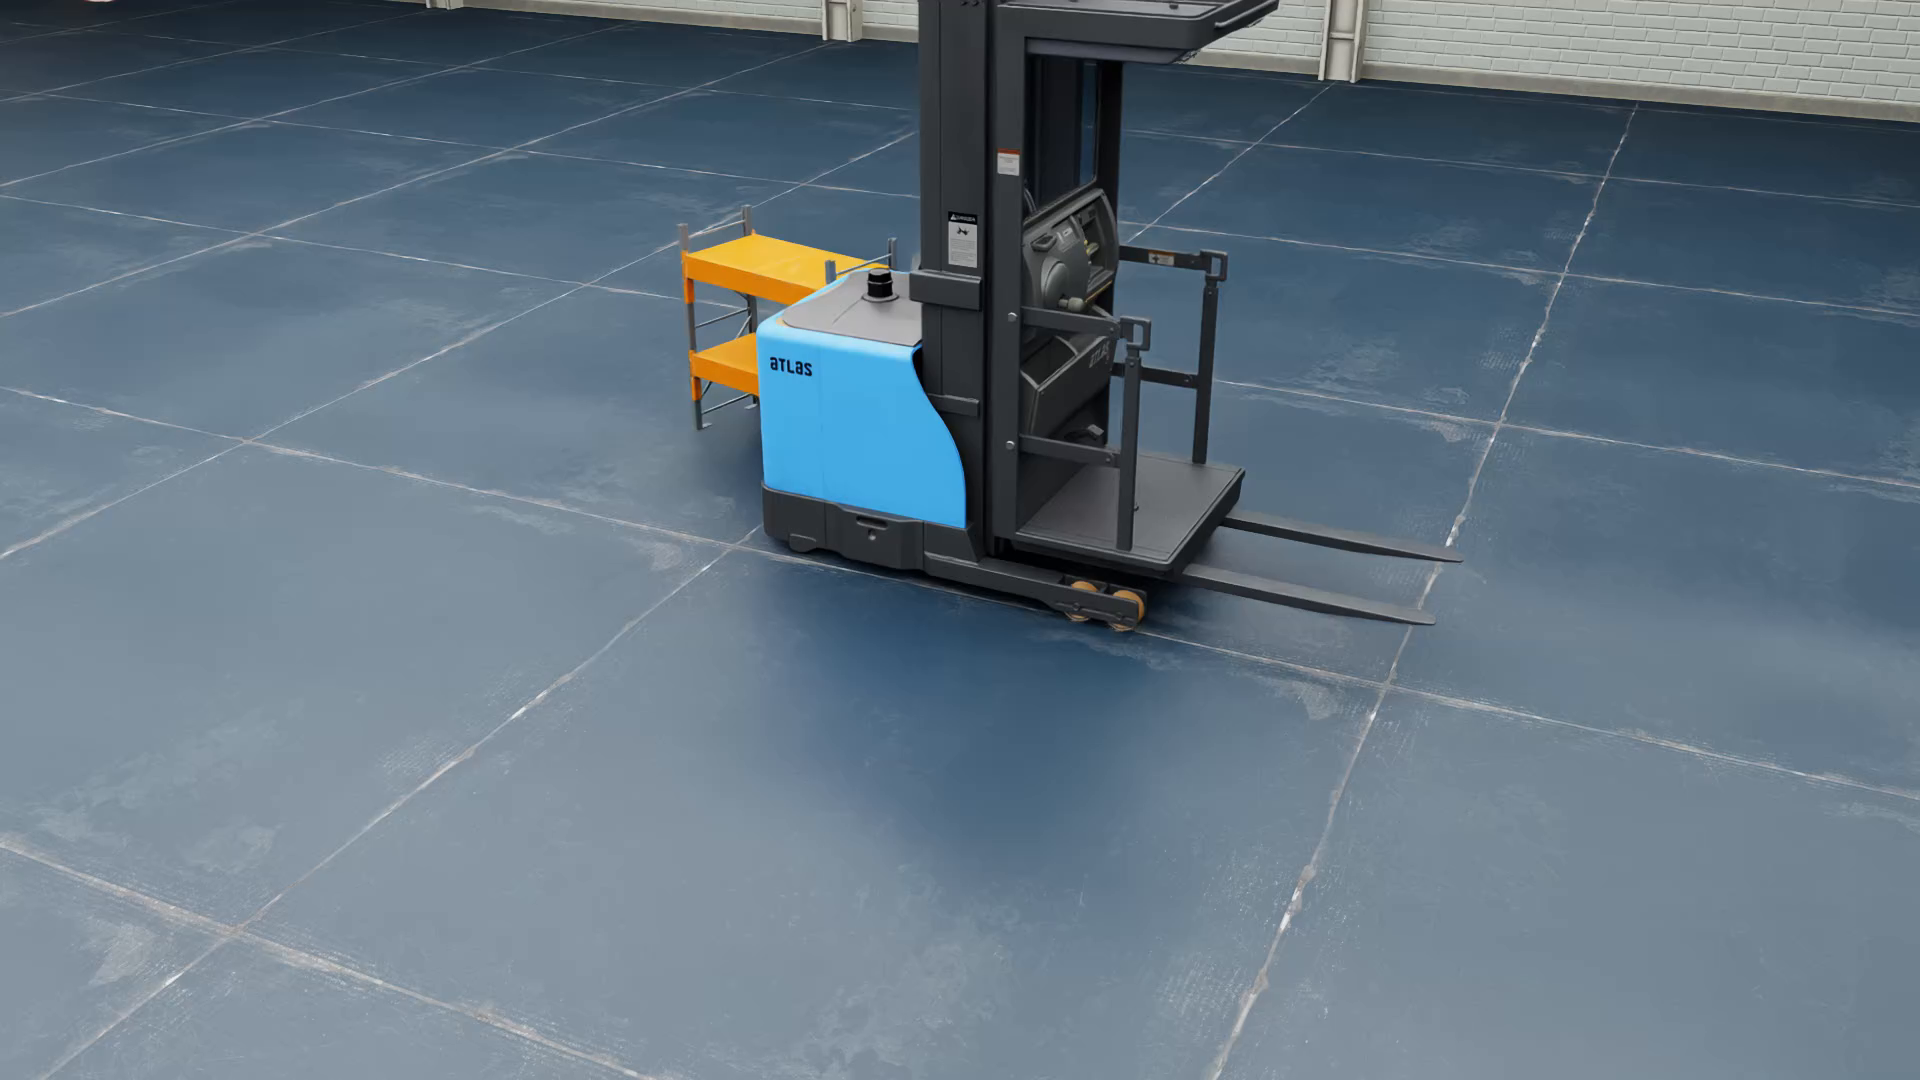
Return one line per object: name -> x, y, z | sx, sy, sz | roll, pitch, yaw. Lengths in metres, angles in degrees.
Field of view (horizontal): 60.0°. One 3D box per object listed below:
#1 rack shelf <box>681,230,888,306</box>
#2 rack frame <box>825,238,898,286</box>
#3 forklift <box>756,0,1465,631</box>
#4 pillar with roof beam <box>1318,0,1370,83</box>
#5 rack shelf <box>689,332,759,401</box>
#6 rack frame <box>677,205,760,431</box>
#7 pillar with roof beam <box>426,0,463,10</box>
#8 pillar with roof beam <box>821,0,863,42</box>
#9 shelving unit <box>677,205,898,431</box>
rack shelf -> -0.874, -1.305, 8.464 | 1.000, 0.278, 0.538 | 19, 32, 34
rack frame -> -0.476, -0.903, 8.310 | 0.032, 1.125, 0.500 | 19, 32, 34
forklift -> 0.649, -1.201, 6.871 | 3.031, 2.935, 1.130 | 12, 29, 23
pillar with roof beam -> 2.273, -7.232, 12.252 | 0.400, 9.000, 9.100 | 11, 28, 22
rack shelf -> -0.874, -0.823, 8.702 | 1.000, 0.278, 0.538 | 19, 32, 34
rack frame -> -1.272, -1.182, 8.877 | 0.032, 1.125, 0.500 | 19, 32, 34
pillar with roof beam -> -8.650, -9.426, 16.708 | 0.400, 9.000, 9.100 | 11, 28, 22
pillar with roof beam -> -3.189, -8.329, 14.480 | 0.400, 9.000, 9.100 | 11, 28, 22
shelving unit -> -0.874, -1.042, 8.594 | 1.048, 1.125, 0.538 | 19, 32, 34
